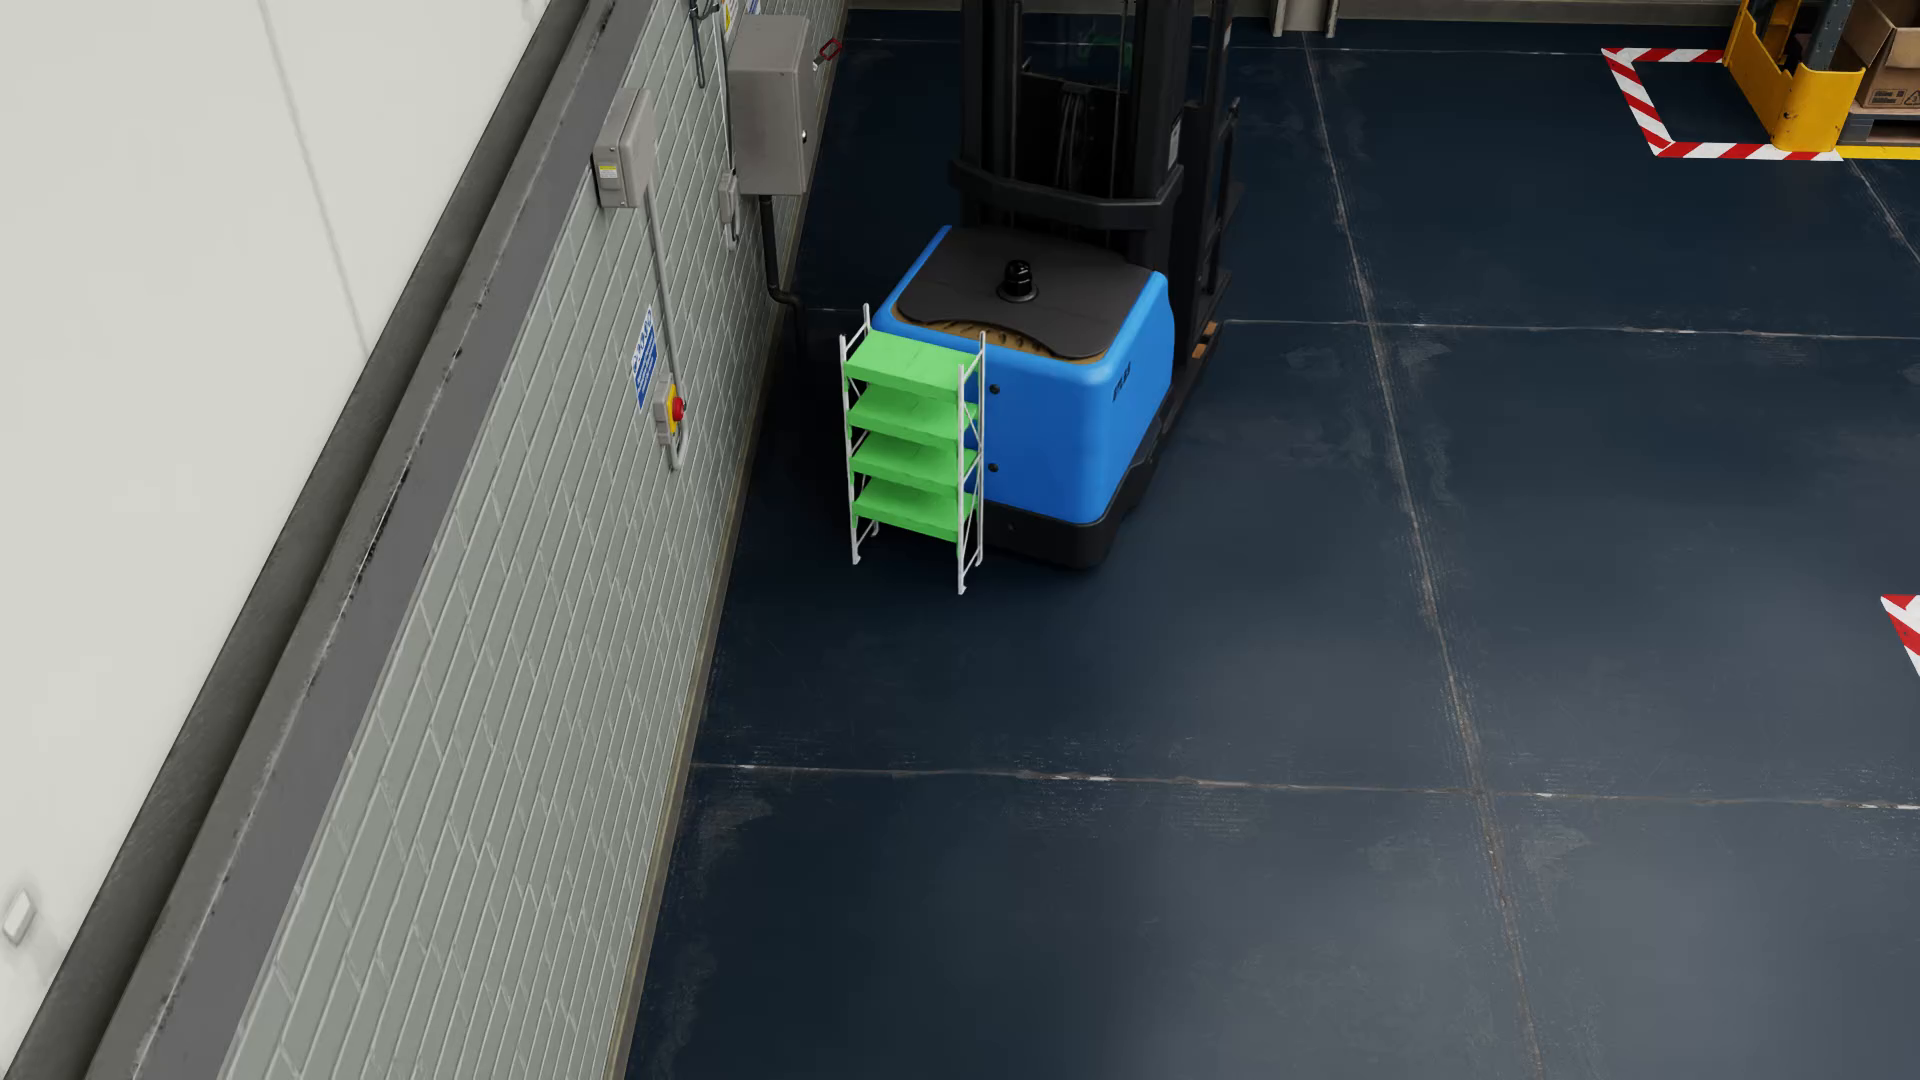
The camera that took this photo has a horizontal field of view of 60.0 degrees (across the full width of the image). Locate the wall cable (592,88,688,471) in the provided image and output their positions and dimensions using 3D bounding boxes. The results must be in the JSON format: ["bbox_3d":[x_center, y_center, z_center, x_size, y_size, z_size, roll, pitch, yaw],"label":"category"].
[{"bbox_3d":[-0.977,-0.915,5.263,0.123,1.953,0.585,2,43,2],"label":"wall cable"}]

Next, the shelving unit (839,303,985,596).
[{"bbox_3d":[-0.181,-0.344,6.739,0.503,1.200,0.258,16,45,16],"label":"shelving unit"}]

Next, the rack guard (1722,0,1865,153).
[{"bbox_3d":[4.953,-2.838,9.929,0.348,0.500,1.175,2,43,2],"label":"rack guard"}]

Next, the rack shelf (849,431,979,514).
[{"bbox_3d":[-0.181,-0.297,6.782,0.480,0.148,0.258,16,45,16],"label":"rack shelf"}]

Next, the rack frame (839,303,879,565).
[{"bbox_3d":[-0.407,-0.407,6.807,0.015,1.200,0.240,16,45,16],"label":"rack frame"}]

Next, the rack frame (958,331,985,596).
[{"bbox_3d":[0.044,-0.281,6.671,0.015,1.200,0.240,16,45,16],"label":"rack frame"}]

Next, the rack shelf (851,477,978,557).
[{"bbox_3d":[-0.181,-0.122,6.946,0.480,0.148,0.258,16,45,16],"label":"rack shelf"}]

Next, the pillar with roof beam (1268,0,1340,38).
[{"bbox_3d":[2.030,-3.715,4.636,0.400,9.000,9.100,2,43,2],"label":"pillar with roof beam"}]

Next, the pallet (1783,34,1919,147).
[{"bbox_3d":[5.749,-2.708,10.002,1.213,0.211,1.003,2,43,2],"label":"pallet"}]

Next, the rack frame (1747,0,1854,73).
[{"bbox_3d":[4.877,-3.754,9.080,0.127,3.000,1.000,2,43,2],"label":"rack frame"}]

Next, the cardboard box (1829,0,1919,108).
[{"bbox_3d":[5.484,-2.911,9.698,0.637,0.503,0.797,0,43,0],"label":"cardboard box"}]

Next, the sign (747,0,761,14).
[{"bbox_3d":[-0.921,-2.265,7.551,0.001,0.494,0.329,2,43,2],"label":"sign"}]

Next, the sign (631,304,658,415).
[{"bbox_3d":[-1.040,-0.600,5.495,0.001,0.218,0.327,2,43,2],"label":"sign"}]

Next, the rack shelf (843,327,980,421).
[{"bbox_3d":[-0.181,-0.648,6.455,0.480,0.148,0.258,16,45,16],"label":"rack shelf"}]

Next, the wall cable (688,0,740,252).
[{"bbox_3d":[-0.925,-1.869,6.311,0.122,1.984,0.588,2,43,2],"label":"wall cable"}]

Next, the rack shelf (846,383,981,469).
[{"bbox_3d":[-0.181,-0.473,6.619,0.480,0.148,0.258,16,45,16],"label":"rack shelf"}]

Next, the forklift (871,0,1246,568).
[{"bbox_3d":[0.655,-1.969,7.213,1.130,2.935,3.031,16,45,16],"label":"forklift"}]

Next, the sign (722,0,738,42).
[{"bbox_3d":[-0.946,-2.228,6.836,0.001,0.242,0.339,2,43,2],"label":"sign"}]

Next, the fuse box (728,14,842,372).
[{"bbox_3d":[-0.737,-1.486,7.590,0.414,1.711,0.539,2,43,2],"label":"fuse box"}]
